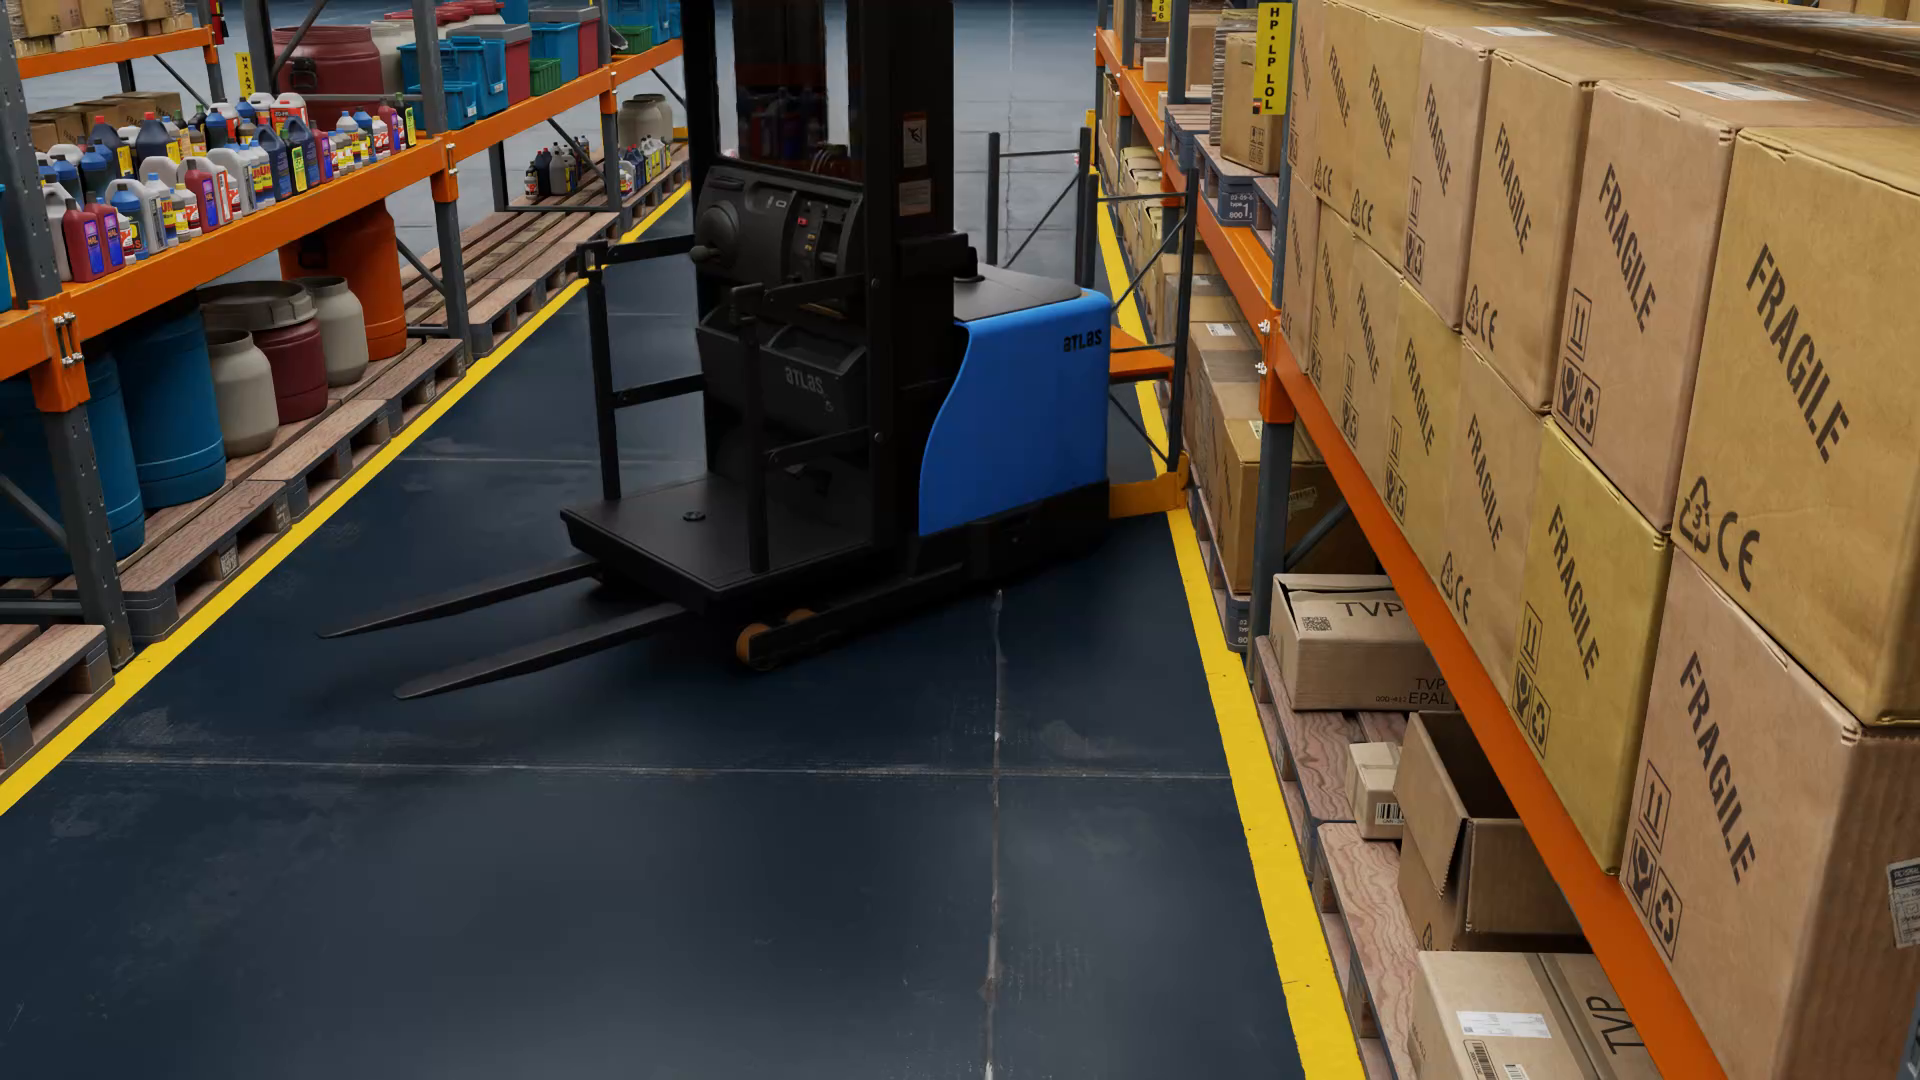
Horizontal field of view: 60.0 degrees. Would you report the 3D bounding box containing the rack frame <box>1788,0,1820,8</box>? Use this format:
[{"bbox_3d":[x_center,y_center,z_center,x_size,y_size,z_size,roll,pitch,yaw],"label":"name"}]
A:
[{"bbox_3d":[6.694,-3.748,12.542,1.000,3.000,0.127,1,21,2],"label":"rack frame"}]

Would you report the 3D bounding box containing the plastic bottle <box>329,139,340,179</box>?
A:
[{"bbox_3d":[-2.966,-1.796,7.785,0.097,0.201,0.097,0,21,0],"label":"plastic bottle"}]

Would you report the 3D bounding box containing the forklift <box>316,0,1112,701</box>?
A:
[{"bbox_3d":[-0.821,-1.119,5.861,3.031,2.935,1.130,-18,27,-38],"label":"forklift"}]

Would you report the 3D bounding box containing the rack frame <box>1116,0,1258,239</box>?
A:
[{"bbox_3d":[1.742,-3.801,12.679,1.000,3.000,0.127,1,21,2],"label":"rack frame"}]

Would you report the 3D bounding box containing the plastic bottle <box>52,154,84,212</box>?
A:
[{"bbox_3d":[-3.608,-1.419,6.717,0.097,0.271,0.097,0,21,0],"label":"plastic bottle"}]

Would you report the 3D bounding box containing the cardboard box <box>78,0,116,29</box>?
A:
[{"bbox_3d":[-8.063,-4.801,14.707,0.875,0.500,0.500,1,21,2],"label":"cardboard box"}]

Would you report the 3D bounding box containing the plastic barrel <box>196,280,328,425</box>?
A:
[{"bbox_3d":[-3.363,-0.897,7.947,0.600,0.588,0.708,1,21,2],"label":"plastic barrel"}]

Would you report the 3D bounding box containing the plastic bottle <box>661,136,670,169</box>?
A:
[{"bbox_3d":[-2.690,-3.531,15.129,0.061,0.283,0.133,1,21,3],"label":"plastic bottle"}]

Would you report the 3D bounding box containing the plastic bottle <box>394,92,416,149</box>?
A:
[{"bbox_3d":[-2.916,-2.205,8.727,0.061,0.283,0.133,1,21,2],"label":"plastic bottle"}]

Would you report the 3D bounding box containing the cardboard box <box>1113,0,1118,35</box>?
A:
[{"bbox_3d":[1.837,-5.125,15.953,0.700,0.500,0.500,1,21,2],"label":"cardboard box"}]

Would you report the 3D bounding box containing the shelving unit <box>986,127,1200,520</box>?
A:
[{"bbox_3d":[0.549,-0.989,7.445,0.587,1.500,1.083,-8,25,-20],"label":"shelving unit"}]

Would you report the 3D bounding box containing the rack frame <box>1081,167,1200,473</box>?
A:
[{"bbox_3d":[0.733,-0.803,7.020,0.500,1.500,0.032,-8,25,-20],"label":"rack frame"}]

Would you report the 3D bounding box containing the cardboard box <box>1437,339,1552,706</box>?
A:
[{"bbox_3d":[1.152,-0.042,2.852,0.500,0.500,0.500,1,21,2],"label":"cardboard box"}]

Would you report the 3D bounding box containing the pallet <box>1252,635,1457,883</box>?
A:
[{"bbox_3d":[1.477,0.640,5.088,1.003,0.211,1.213,1,21,2],"label":"pallet"}]

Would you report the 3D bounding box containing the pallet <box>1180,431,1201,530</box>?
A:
[{"bbox_3d":[1.520,-0.345,7.627,1.003,0.211,1.213,1,21,2],"label":"pallet"}]

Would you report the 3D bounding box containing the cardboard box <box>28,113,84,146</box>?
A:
[{"bbox_3d":[-8.157,-3.519,14.826,0.500,0.500,0.500,-1,21,-3],"label":"cardboard box"}]

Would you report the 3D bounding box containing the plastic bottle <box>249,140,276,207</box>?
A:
[{"bbox_3d":[-2.988,-1.563,7.089,0.097,0.271,0.097,0,21,0],"label":"plastic bottle"}]

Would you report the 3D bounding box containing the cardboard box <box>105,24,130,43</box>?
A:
[{"bbox_3d":[-7.781,-4.592,15.064,0.380,0.149,0.250,1,21,2],"label":"cardboard box"}]

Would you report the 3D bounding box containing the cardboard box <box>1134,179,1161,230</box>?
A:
[{"bbox_3d":[1.435,-2.274,11.188,0.500,0.311,0.500,1,21,3],"label":"cardboard box"}]

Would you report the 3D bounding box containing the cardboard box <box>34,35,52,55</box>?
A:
[{"bbox_3d":[-7.854,-4.140,13.900,0.380,0.149,0.250,1,21,2],"label":"cardboard box"}]

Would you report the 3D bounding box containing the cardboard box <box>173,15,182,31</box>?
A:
[{"bbox_3d":[-7.848,-5.045,16.232,0.380,0.149,0.250,1,21,2],"label":"cardboard box"}]

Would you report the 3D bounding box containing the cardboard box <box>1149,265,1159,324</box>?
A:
[{"bbox_3d":[1.393,-1.462,9.870,0.500,0.250,0.500,1,21,3],"label":"cardboard box"}]

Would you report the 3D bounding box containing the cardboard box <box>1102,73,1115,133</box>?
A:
[{"bbox_3d":[1.612,-4.139,15.732,0.500,0.500,0.500,1,21,2],"label":"cardboard box"}]

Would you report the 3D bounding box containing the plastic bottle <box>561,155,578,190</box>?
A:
[{"bbox_3d":[-3.323,-3.105,14.042,0.152,0.276,0.135,1,21,2],"label":"plastic bottle"}]

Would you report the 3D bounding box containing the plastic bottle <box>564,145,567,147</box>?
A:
[{"bbox_3d":[-3.473,-3.351,14.682,0.097,0.271,0.097,0,21,0],"label":"plastic bottle"}]

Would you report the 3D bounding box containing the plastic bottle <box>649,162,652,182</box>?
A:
[{"bbox_3d":[-2.732,-3.215,14.429,0.097,0.201,0.097,0,21,0],"label":"plastic bottle"}]

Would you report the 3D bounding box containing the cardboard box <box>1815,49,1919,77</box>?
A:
[{"bbox_3d":[1.683,-0.503,2.657,0.500,0.500,0.500,1,21,2],"label":"cardboard box"}]

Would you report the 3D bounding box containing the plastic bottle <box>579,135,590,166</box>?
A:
[{"bbox_3d":[-3.454,-3.584,15.283,0.097,0.271,0.097,0,21,0],"label":"plastic bottle"}]

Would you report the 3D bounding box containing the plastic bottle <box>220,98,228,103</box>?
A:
[{"bbox_3d":[-3.722,-2.085,8.417,0.061,0.283,0.133,1,21,2],"label":"plastic bottle"}]

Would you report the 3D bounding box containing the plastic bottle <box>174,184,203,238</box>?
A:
[{"bbox_3d":[-3.009,-1.279,6.454,0.097,0.201,0.097,0,21,0],"label":"plastic bottle"}]

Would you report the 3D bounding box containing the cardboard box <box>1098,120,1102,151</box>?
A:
[{"bbox_3d":[1.625,-3.970,16.334,0.500,0.250,0.500,1,21,2],"label":"cardboard box"}]

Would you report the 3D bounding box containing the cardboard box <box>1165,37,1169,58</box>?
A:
[{"bbox_3d":[1.771,-3.553,12.246,0.500,0.250,0.500,2,21,5],"label":"cardboard box"}]

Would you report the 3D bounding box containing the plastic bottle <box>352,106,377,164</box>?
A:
[{"bbox_3d":[-2.951,-2.004,8.226,0.097,0.271,0.097,0,21,0],"label":"plastic bottle"}]

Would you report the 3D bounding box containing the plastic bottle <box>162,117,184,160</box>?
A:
[{"bbox_3d":[-3.723,-1.857,7.847,0.097,0.271,0.097,0,21,0],"label":"plastic bottle"}]

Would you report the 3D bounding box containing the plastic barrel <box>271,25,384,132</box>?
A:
[{"bbox_3d":[-3.619,-2.645,9.512,0.600,0.536,0.708,1,21,2],"label":"plastic barrel"}]

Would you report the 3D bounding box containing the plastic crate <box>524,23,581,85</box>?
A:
[{"bbox_3d":[-2.931,-3.447,11.789,0.392,0.384,0.575,1,21,2],"label":"plastic crate"}]

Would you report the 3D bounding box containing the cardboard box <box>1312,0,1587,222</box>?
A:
[{"bbox_3d":[1.188,-1.068,4.113,0.500,0.500,0.500,0,21,0],"label":"cardboard box"}]

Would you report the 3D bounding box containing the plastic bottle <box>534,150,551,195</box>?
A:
[{"bbox_3d":[-3.477,-3.063,13.831,0.144,0.351,0.185,0,21,0],"label":"plastic bottle"}]

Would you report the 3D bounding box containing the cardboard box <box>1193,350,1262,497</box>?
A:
[{"bbox_3d":[1.266,-0.490,6.992,0.500,0.500,0.500,1,21,2],"label":"cardboard box"}]

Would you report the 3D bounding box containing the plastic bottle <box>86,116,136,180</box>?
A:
[{"bbox_3d":[-3.718,-1.676,7.269,0.144,0.351,0.185,1,21,2],"label":"plastic bottle"}]

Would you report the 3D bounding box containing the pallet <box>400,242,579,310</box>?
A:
[{"bbox_3d":[-3.228,-1.830,11.454,1.003,0.211,1.213,1,21,2],"label":"pallet"}]

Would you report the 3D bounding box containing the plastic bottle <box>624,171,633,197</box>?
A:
[{"bbox_3d":[-2.755,-2.941,13.723,0.097,0.201,0.097,0,21,0],"label":"plastic bottle"}]

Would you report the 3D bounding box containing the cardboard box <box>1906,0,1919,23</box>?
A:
[{"bbox_3d":[6.631,-3.376,10.836,0.700,0.500,0.500,4,21,9],"label":"cardboard box"}]

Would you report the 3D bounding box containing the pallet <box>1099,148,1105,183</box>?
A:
[{"bbox_3d":[1.882,-3.670,16.197,1.003,0.211,1.213,1,21,2],"label":"pallet"}]

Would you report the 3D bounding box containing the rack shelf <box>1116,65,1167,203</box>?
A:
[{"bbox_3d":[1.681,-2.743,10.945,1.077,0.370,4.000,1,21,2],"label":"rack shelf"}]

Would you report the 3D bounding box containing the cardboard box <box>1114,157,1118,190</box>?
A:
[{"bbox_3d":[1.563,-3.066,14.004,0.500,0.250,0.500,1,21,2],"label":"cardboard box"}]

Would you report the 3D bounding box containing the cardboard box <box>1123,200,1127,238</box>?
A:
[{"bbox_3d":[1.465,-2.387,12.255,0.500,0.250,0.500,1,21,3],"label":"cardboard box"}]

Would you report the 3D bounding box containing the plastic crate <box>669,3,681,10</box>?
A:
[{"bbox_3d":[-2.803,-5.050,16.102,0.499,0.251,0.616,1,21,2],"label":"plastic crate"}]

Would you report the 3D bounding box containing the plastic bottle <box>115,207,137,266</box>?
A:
[{"bbox_3d":[-3.025,-1.090,5.966,0.097,0.201,0.097,0,21,0],"label":"plastic bottle"}]

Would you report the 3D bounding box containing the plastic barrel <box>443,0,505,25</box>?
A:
[{"bbox_3d":[-3.457,-3.577,11.913,0.433,0.535,0.433,0,21,0],"label":"plastic barrel"}]

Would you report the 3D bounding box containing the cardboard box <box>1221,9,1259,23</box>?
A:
[{"bbox_3d":[1.714,-2.368,8.267,0.700,0.500,0.500,-7,22,-16],"label":"cardboard box"}]

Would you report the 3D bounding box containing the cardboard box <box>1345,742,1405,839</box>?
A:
[{"bbox_3d":[1.253,0.669,4.465,0.380,0.166,0.250,1,21,2],"label":"cardboard box"}]

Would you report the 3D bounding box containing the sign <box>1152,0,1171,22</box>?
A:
[{"bbox_3d":[1.066,-2.900,8.754,0.100,0.325,0.005,1,21,2],"label":"sign"}]

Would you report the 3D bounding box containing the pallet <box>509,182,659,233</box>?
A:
[{"bbox_3d":[-3.147,-2.799,13.952,1.003,0.211,1.213,1,21,2],"label":"pallet"}]

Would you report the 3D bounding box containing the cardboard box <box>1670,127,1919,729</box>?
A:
[{"bbox_3d":[1.116,-0.139,1.720,0.500,0.500,0.500,0,21,1],"label":"cardboard box"}]

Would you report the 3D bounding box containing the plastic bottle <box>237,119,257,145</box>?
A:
[{"bbox_3d":[-3.556,-2.003,8.320,0.097,0.201,0.097,0,21,0],"label":"plastic bottle"}]

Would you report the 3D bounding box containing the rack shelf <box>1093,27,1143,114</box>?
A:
[{"bbox_3d":[1.803,-4.189,14.673,1.077,0.370,4.000,1,21,2],"label":"rack shelf"}]
